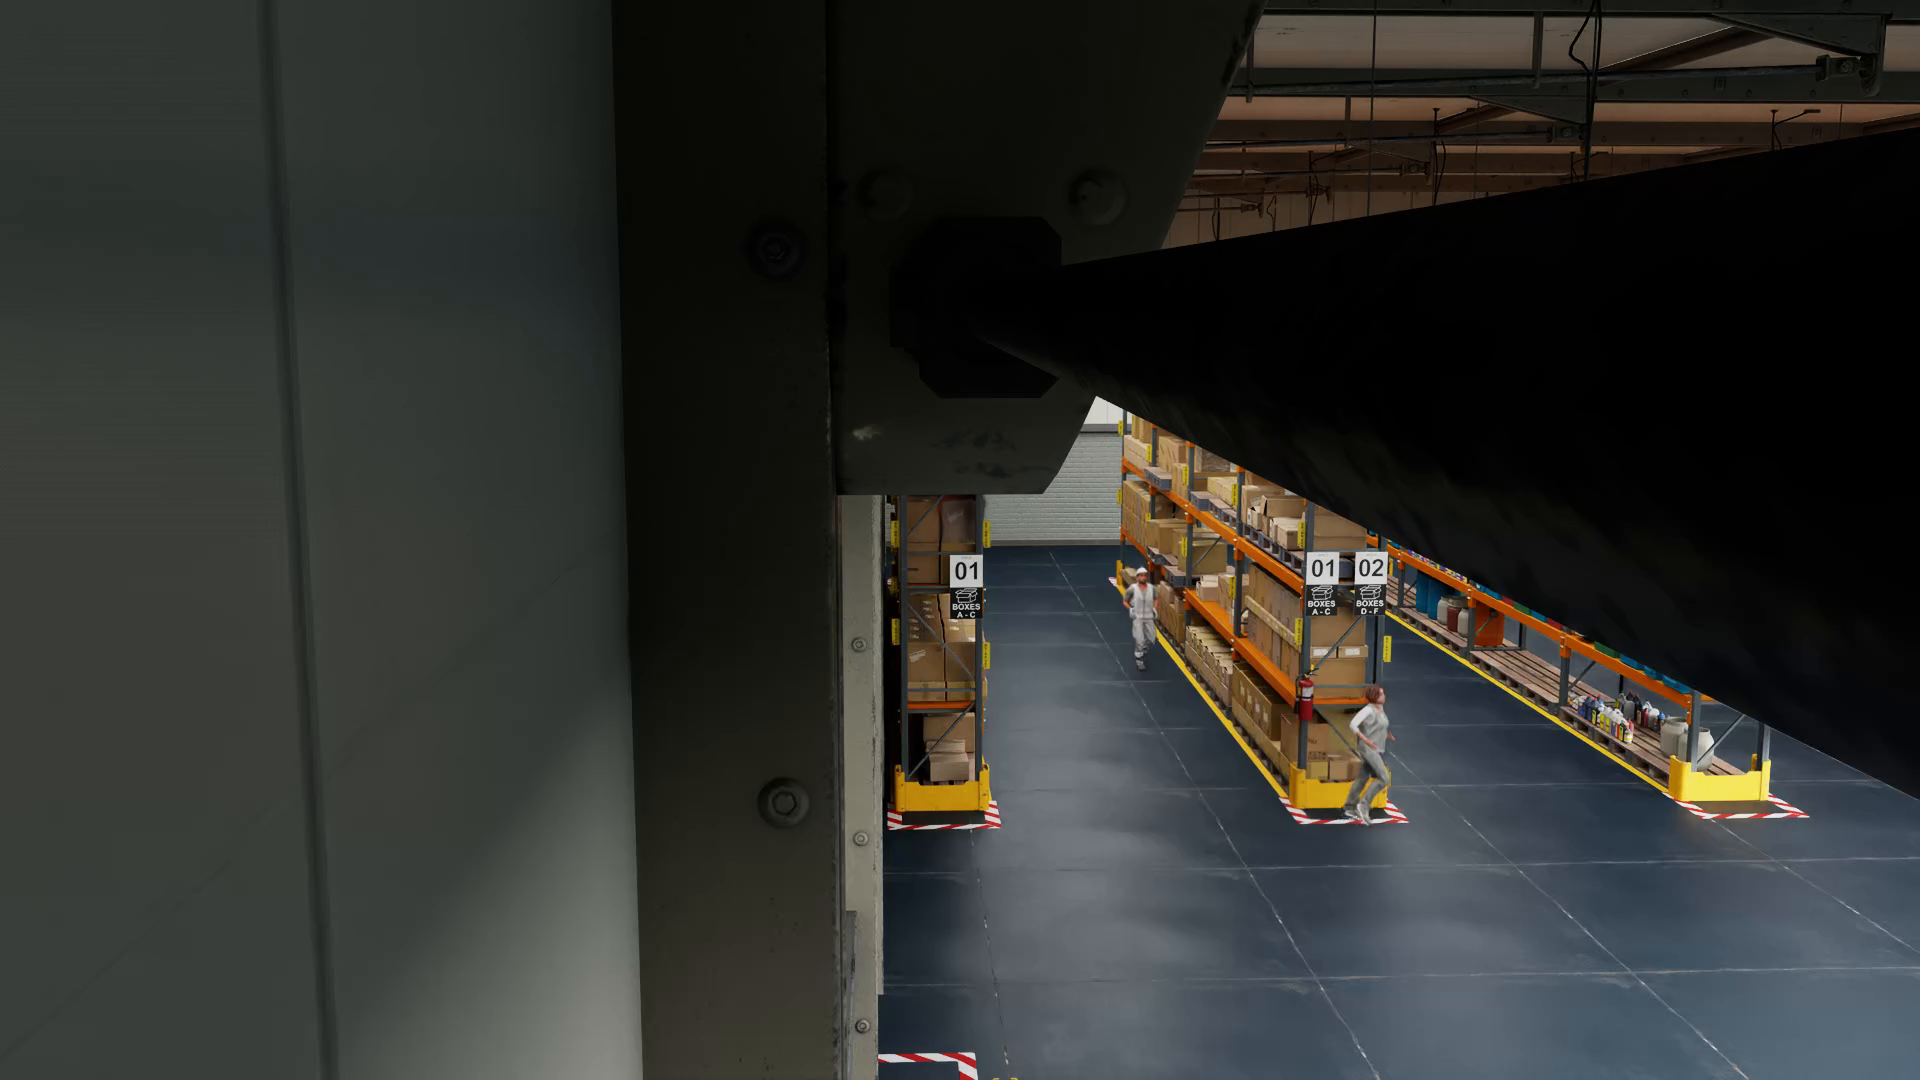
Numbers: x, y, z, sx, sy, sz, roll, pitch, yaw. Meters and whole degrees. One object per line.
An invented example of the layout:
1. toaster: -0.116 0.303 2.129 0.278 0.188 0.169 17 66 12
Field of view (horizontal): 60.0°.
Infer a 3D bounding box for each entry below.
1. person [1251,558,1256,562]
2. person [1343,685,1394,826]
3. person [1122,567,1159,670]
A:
1. person: 6.192 0.424 34.218 0.685 1.770 0.881 -2 9 -16
2. person: 4.735 2.447 19.175 0.534 1.581 0.568 5 10 29
3. person: 3.084 1.331 28.129 0.648 1.737 0.580 -1 9 -8
